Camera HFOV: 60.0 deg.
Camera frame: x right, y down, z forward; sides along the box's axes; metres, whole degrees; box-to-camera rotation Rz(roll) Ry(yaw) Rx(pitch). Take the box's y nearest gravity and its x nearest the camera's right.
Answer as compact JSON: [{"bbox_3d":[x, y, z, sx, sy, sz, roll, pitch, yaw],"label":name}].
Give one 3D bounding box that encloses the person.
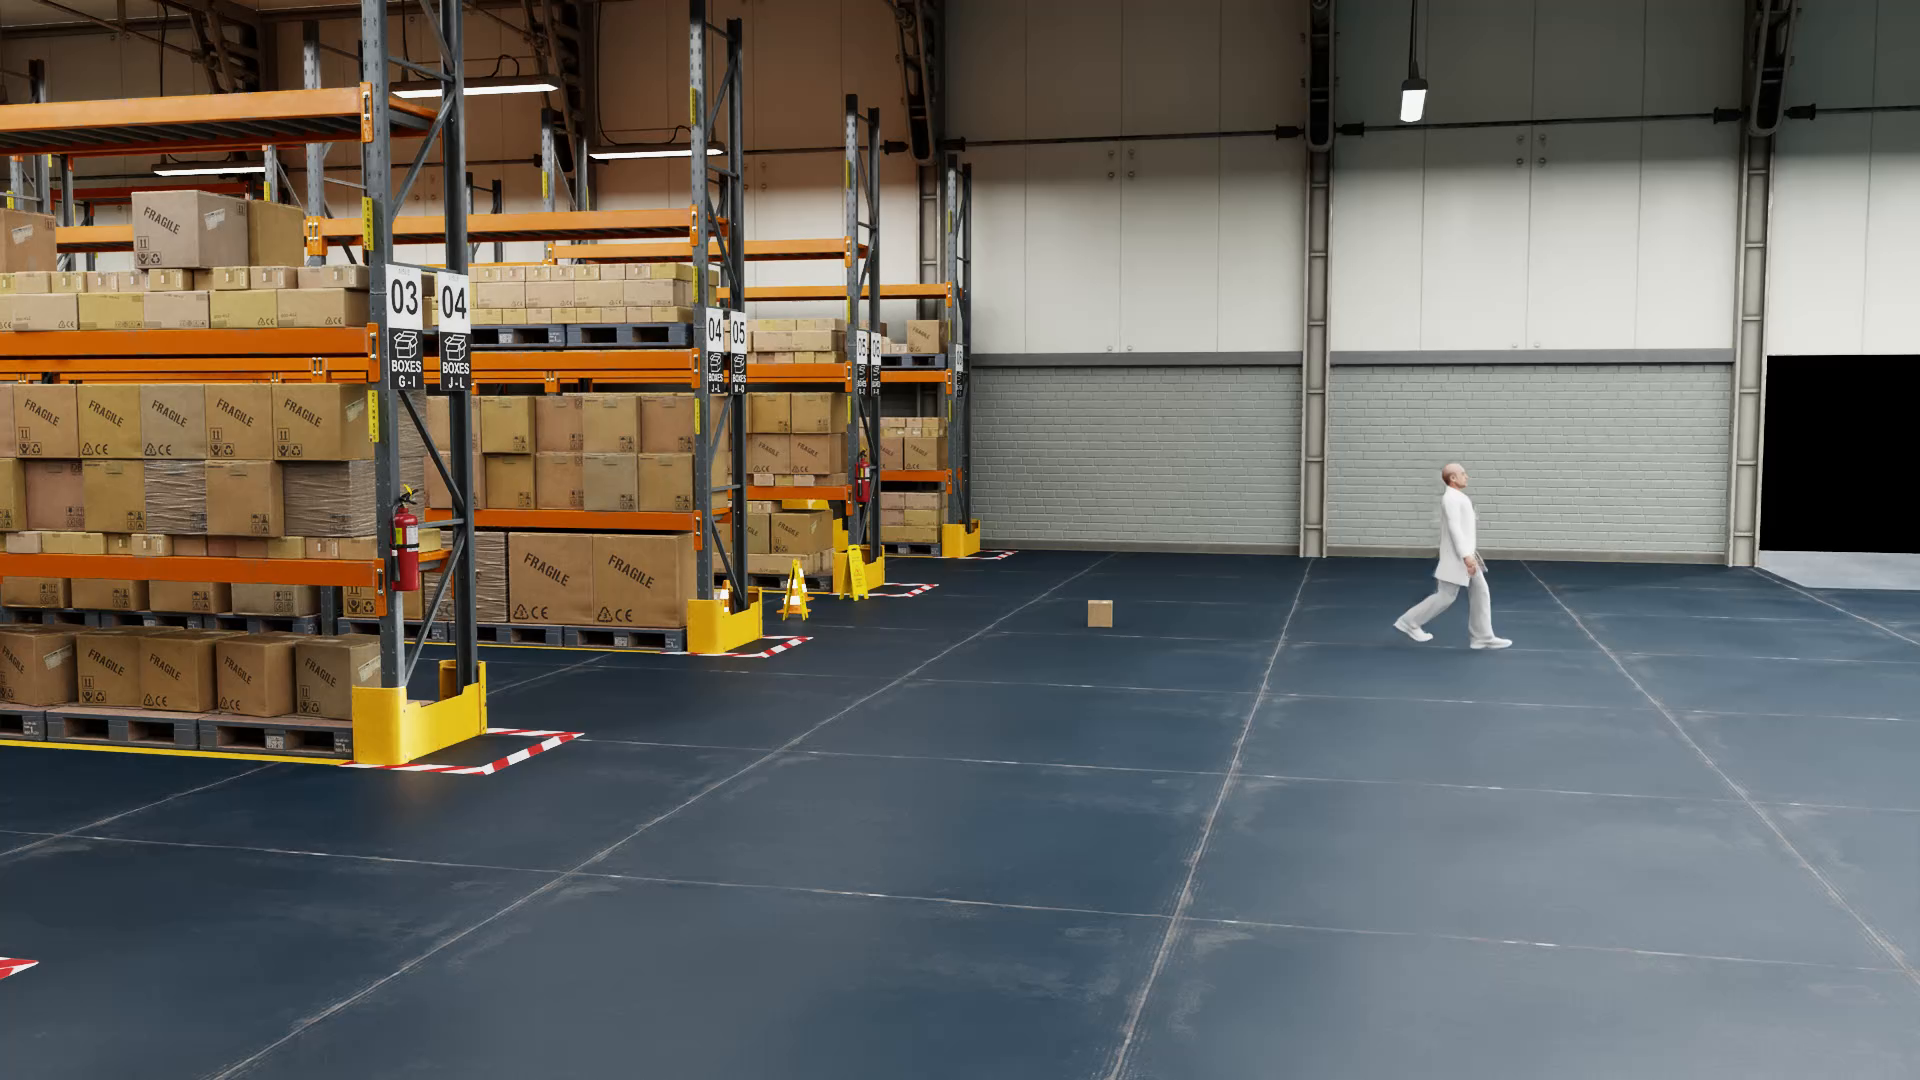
[{"bbox_3d":[4.640,0.150,15.611,1.054,1.737,0.579,2,5,23],"label":"person"}]
